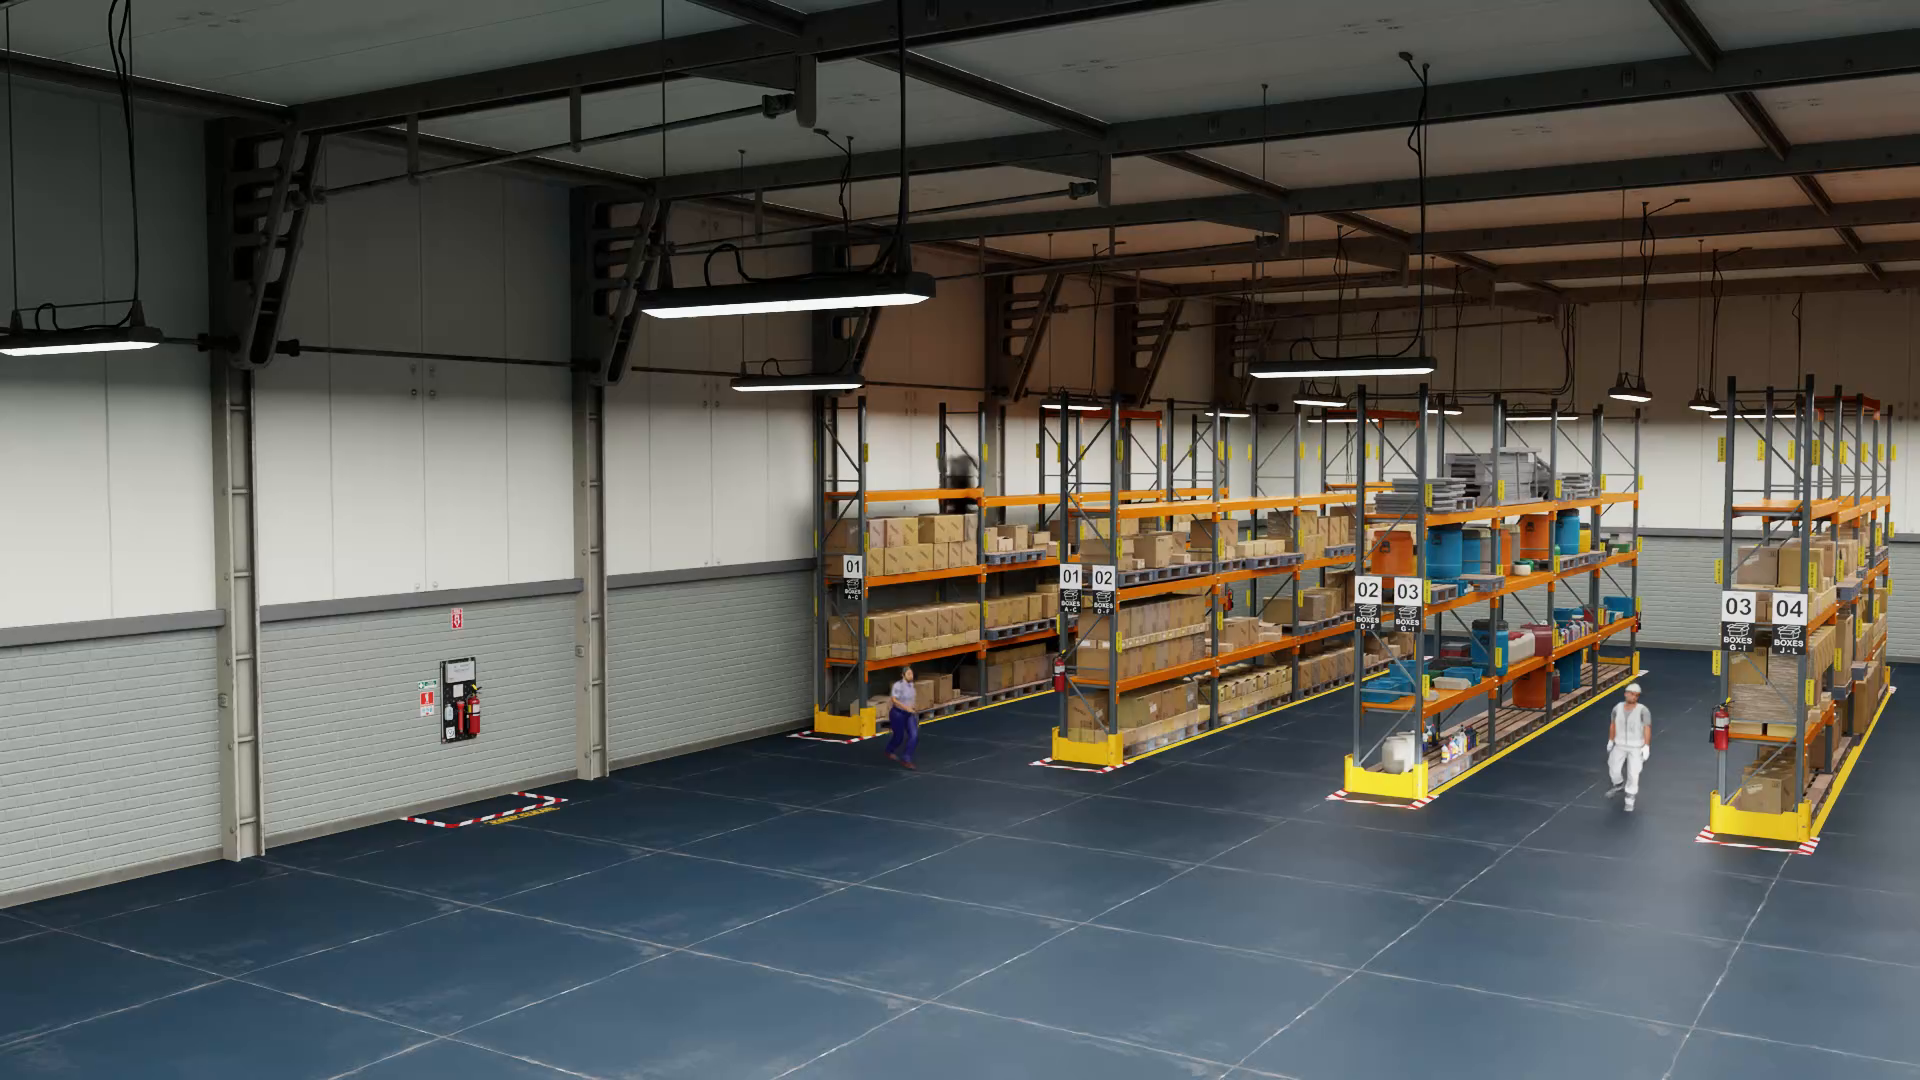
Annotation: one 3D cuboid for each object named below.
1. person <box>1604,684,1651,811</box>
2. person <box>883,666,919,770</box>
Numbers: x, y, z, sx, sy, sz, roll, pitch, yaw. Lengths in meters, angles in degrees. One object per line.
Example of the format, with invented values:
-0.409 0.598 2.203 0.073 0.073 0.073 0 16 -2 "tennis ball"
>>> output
9.359 2.882 23.299 0.677 1.776 0.591 2 4 37 "person"
-0.980 2.812 26.470 0.570 1.638 0.785 -3 4 -43 "person"
